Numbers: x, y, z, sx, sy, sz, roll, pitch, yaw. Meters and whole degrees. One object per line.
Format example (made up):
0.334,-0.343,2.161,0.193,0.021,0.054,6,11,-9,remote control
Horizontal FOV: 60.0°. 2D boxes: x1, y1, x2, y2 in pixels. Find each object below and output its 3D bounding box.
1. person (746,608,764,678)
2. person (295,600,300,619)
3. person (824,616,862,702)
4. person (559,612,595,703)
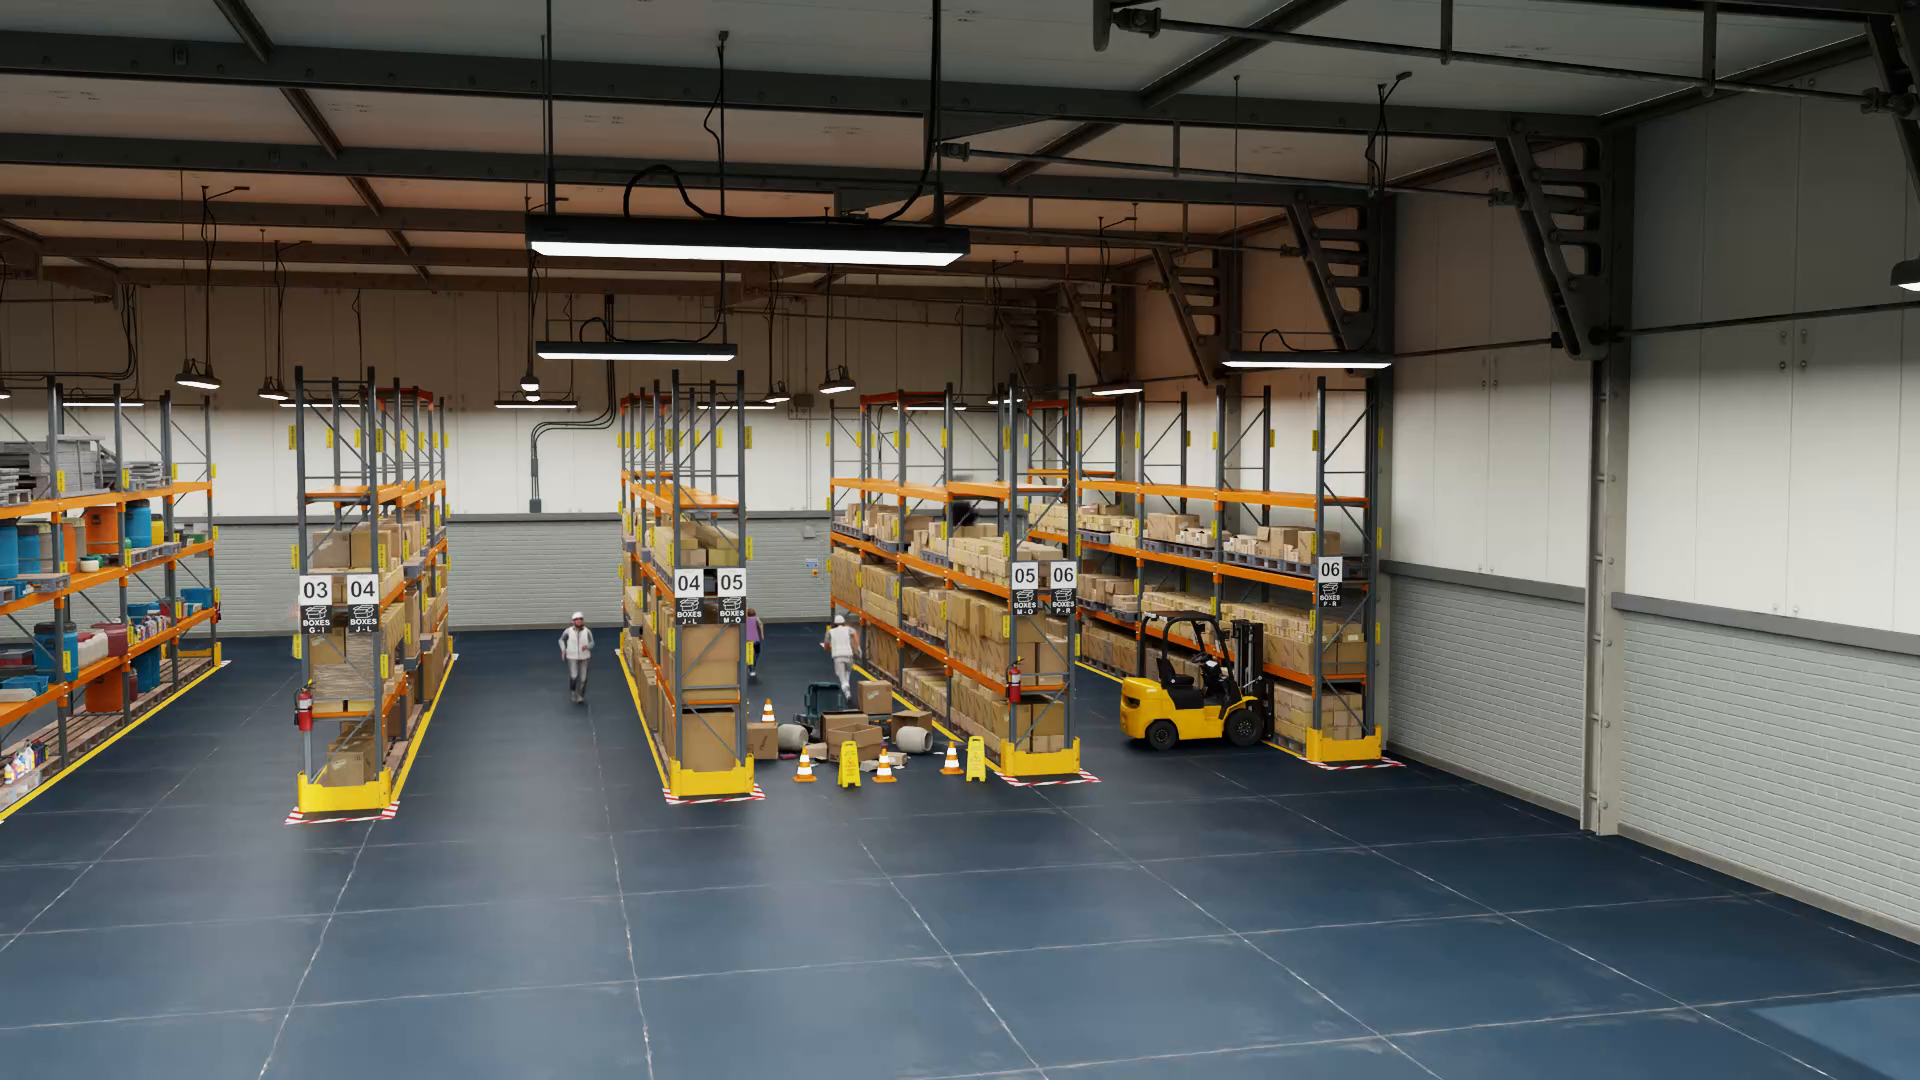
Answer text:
-4.399,2.180,35.052,0.555,1.417,1.003,0,3,-1,person
-15.057,1.834,38.790,0.727,1.683,0.814,1,4,18,person
-2.228,2.277,31.756,0.700,1.597,1.101,0,3,-7,person
-7.246,2.236,31.500,0.646,1.731,0.647,-1,4,-18,person
